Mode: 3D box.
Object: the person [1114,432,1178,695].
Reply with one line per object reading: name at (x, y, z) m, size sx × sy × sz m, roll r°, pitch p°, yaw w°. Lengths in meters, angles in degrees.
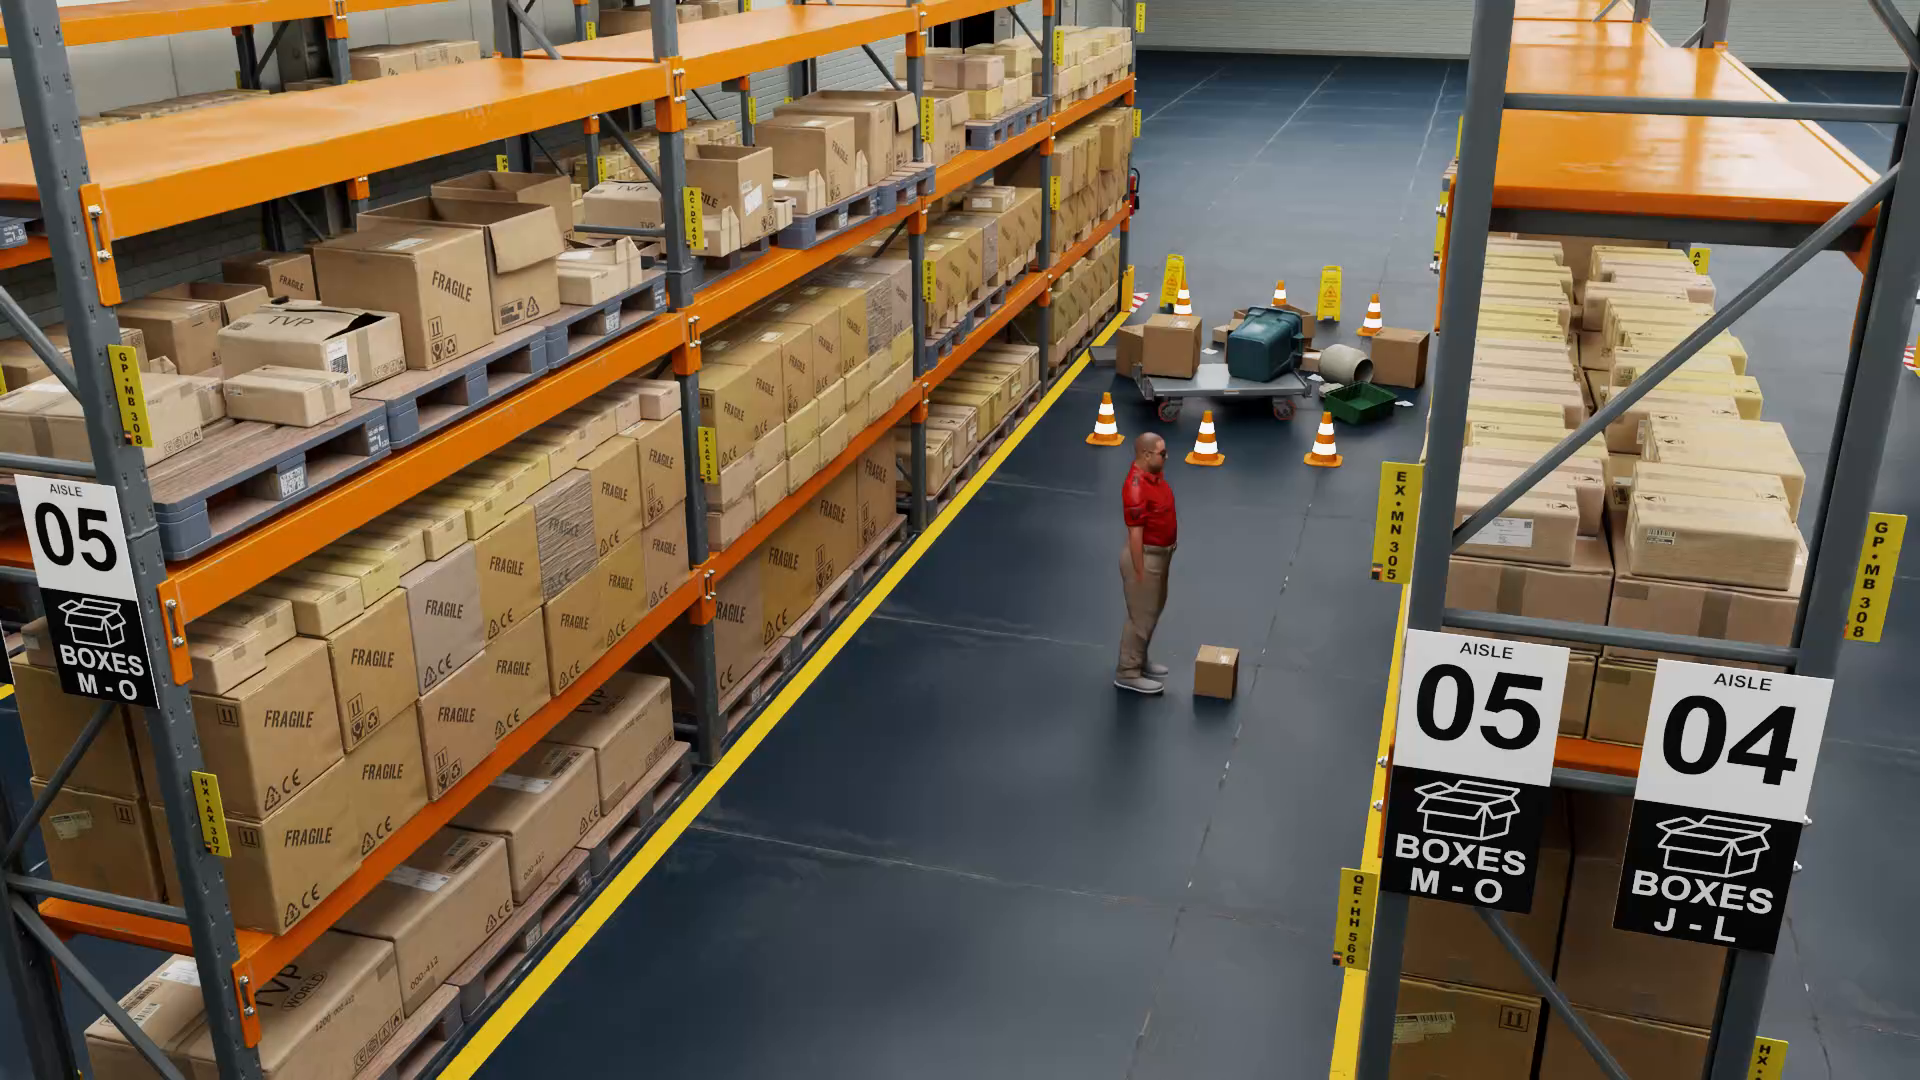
person at (1.232, 0.135, 10.799) m, size 0.360 × 1.733 × 0.527 m, roll 7°, pitch 23°, yaw 17°
